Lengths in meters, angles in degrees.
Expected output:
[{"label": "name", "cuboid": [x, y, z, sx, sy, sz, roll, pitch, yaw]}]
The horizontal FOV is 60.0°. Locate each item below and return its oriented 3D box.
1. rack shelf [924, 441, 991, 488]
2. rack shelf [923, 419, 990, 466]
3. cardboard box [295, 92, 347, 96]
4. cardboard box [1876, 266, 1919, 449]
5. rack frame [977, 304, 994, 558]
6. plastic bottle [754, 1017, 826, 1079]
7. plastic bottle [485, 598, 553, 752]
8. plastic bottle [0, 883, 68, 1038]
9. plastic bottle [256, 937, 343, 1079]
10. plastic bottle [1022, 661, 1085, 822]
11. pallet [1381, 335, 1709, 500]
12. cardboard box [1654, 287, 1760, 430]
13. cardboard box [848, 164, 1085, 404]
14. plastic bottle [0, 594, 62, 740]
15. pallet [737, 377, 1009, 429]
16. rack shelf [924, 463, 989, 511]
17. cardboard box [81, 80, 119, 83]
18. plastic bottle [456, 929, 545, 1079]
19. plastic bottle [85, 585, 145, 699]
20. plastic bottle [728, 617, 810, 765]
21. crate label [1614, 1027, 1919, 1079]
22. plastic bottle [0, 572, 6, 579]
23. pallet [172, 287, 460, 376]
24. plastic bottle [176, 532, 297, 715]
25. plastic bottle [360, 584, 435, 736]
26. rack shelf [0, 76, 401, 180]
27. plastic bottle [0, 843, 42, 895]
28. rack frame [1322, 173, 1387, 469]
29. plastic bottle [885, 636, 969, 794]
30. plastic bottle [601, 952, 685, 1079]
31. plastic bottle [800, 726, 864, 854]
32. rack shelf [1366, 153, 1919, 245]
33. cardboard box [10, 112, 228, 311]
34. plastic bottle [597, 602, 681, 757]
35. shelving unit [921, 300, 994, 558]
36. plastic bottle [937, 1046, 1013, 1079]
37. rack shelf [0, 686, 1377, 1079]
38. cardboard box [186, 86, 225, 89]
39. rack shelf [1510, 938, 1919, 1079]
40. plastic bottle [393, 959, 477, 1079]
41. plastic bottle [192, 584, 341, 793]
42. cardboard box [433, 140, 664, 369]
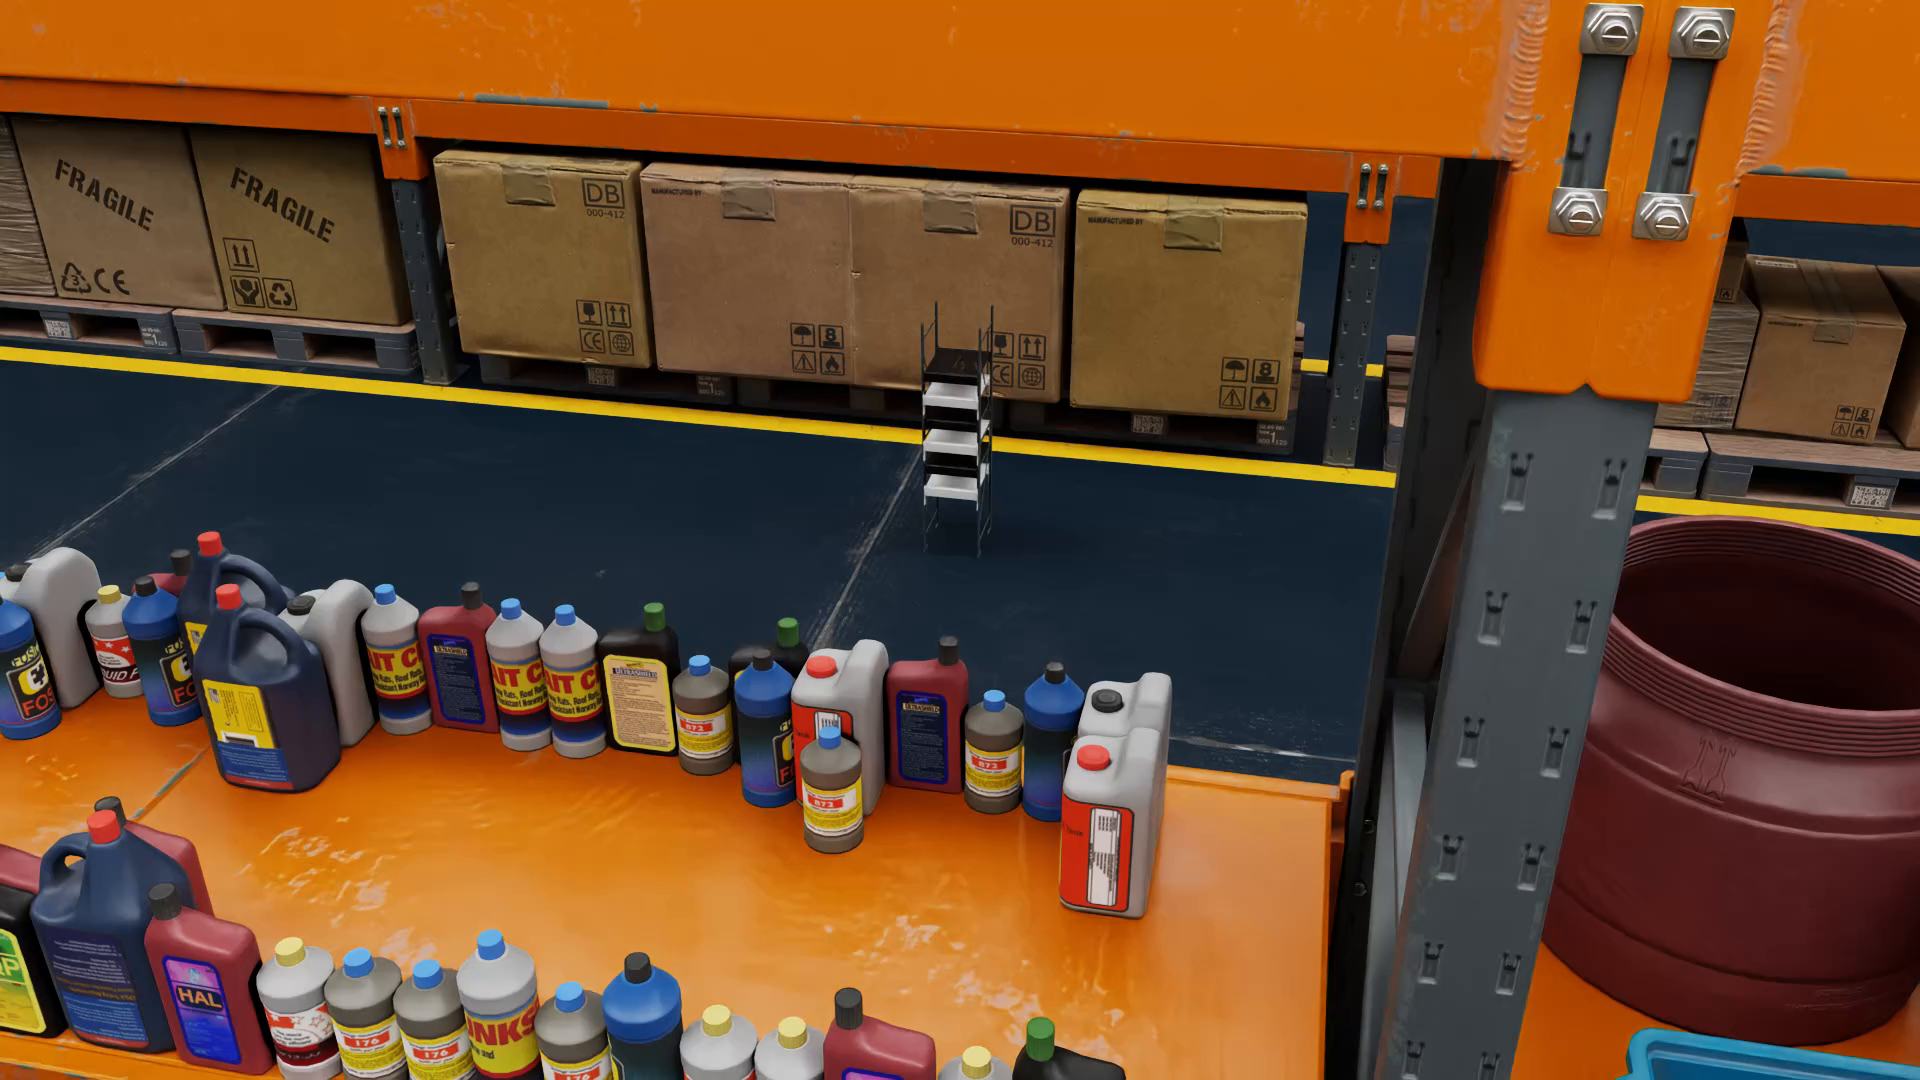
[{"label": "rack shelf", "cuboid": [-0.008, -0.287, 6.095, 0.200, 0.077, 0.258, 6, 29, 11]}, {"label": "rack shelf", "cuboid": [-0.008, -0.366, 6.051, 0.200, 0.077, 0.258, 6, 29, 11]}, {"label": "cardboard box", "cuboid": [-2.630, -2.013, 7.065, 0.250, 0.149, 0.380, 6, 29, 11]}, {"label": "cardboard box", "cuboid": [3.954, -0.725, 6.596, 0.500, 0.500, 0.700, 3, 29, 6]}, {"label": "rack frame", "cuboid": [0.091, -0.385, 6.017, 0.006, 0.900, 0.240, 6, 29, 11]}, {"label": "plastic bottle", "cuboid": [-0.206, 0.684, 2.084, 0.097, 0.201, 0.097, 0, 29, 0]}, {"label": "plastic bottle", "cuboid": [-0.754, 0.225, 2.850, 0.097, 0.271, 0.097, 0, 29, 0]}, {"label": "plastic bottle", "cuboid": [-1.300, 0.545, 2.253, 0.133, 0.283, 0.061, 6, 29, 11]}, {"label": "plastic bottle", "cuboid": [-0.872, 0.616, 2.209, 0.097, 0.201, 0.097, 0, 29, 0]}, {"label": "plastic bottle", "cuboid": [0.150, 0.317, 2.681, 0.097, 0.271, 0.097, 0, 29, 0]}, {"label": "pallet", "cuboid": [2.412, -0.543, 7.023, 1.213, 0.211, 1.003, 6, 29, 11]}, {"label": "cardboard box", "cuboid": [2.852, -0.835, 6.796, 0.500, 0.500, 0.700, 3, 29, 6]}, {"label": "cardboard box", "cuboid": [0.107, -1.270, 7.221, 0.875, 0.875, 1.225, 6, 29, 11]}, {"label": "plastic bottle", "cuboid": [-1.644, 0.208, 2.881, 0.097, 0.271, 0.097, 0, 29, 0]}, {"label": "pallet", "cuboid": [-0.297, -0.860, 7.602, 1.213, 0.211, 1.003, 6, 29, 11]}, {"label": "rack shelf", "cuboid": [-0.008, -0.208, 6.138, 0.200, 0.077, 0.258, 6, 29, 11]}, {"label": "cardboard box", "cuboid": [-3.637, -2.116, 7.253, 0.250, 0.149, 0.380, 6, 29, 12]}, {"label": "plastic bottle", "cuboid": [-0.587, 0.614, 2.138, 0.097, 0.271, 0.097, 0, 29, 0]}, {"label": "plastic bottle", "cuboid": [-1.517, 0.177, 3.010, 0.097, 0.201, 0.097, 0, 29, 0]}, {"label": "plastic bottle", "cuboid": [-0.316, 0.255, 2.782, 0.133, 0.283, 0.061, 6, 29, 11]}, {"label": "crate label", "cuboid": [0.947, 0.772, 1.890, 0.416, 0.233, 0.303, 6, 29, 11]}, {"label": "plastic bottle", "cuboid": [-1.744, 0.154, 3.053, 0.097, 0.201, 0.097, 0, 29, 0]}, {"label": "pallet", "cuboid": [-2.991, -1.137, 8.106, 1.213, 0.211, 1.003, 6, 29, 11]}, {"label": "plastic bottle", "cuboid": [-1.254, 0.150, 2.904, 0.185, 0.351, 0.144, 6, 29, 11]}, {"label": "plastic bottle", "cuboid": [-0.979, 0.201, 2.893, 0.097, 0.271, 0.097, 0, 29, 0]}, {"label": "rack shelf", "cuboid": [-4.220, -2.132, 7.769, 4.000, 0.370, 1.077, 6, 29, 11]}, {"label": "plastic bottle", "cuboid": [-1.287, 0.516, 2.305, 0.133, 0.283, 0.061, 6, 29, 11]}, {"label": "rack frame", "cuboid": [1.648, -1.846, 6.498, 0.127, 3.000, 1.000, 6, 29, 11]}, {"label": "plastic bottle", "cuboid": [-0.054, 0.282, 2.733, 0.133, 0.283, 0.061, 6, 29, 11]}, {"label": "plastic bottle", "cuboid": [-0.396, 0.634, 2.103, 0.097, 0.271, 0.097, 0, 29, 0]}, {"label": "plastic bottle", "cuboid": [-0.202, 0.386, 2.627, 0.097, 0.201, 0.097, 0, 29, 0]}, {"label": "rack shelf", "cuboid": [3.604, -1.329, 6.304, 4.000, 0.370, 1.077, 6, 29, 11]}, {"label": "cardboard box", "cuboid": [-3.773, -1.693, 7.994, 0.875, 0.875, 0.875, 6, 29, 11]}, {"label": "plastic bottle", "cuboid": [-0.542, 0.232, 2.824, 0.133, 0.283, 0.061, 6, 29, 11]}, {"label": "shelving unit", "cuboid": [-0.008, -0.396, 6.035, 0.210, 0.900, 0.258, 6, 29, 11]}, {"label": "plastic bottle", "cuboid": [0.020, 0.707, 2.041, 0.097, 0.201, 0.097, 0, 29, 0]}, {"label": "rack shelf", "cuboid": [-1.342, 0.595, 2.788, 4.000, 0.370, 1.077, 6, 29, 11]}, {"label": "cardboard box", "cuboid": [-3.133, -2.065, 7.159, 0.250, 0.149, 0.380, 5, 29, 10]}, {"label": "rack shelf", "cuboid": [2.570, 0.997, 2.055, 4.000, 0.370, 1.077, 6, 29, 11]}, {"label": "plastic bottle", "cuboid": [-0.682, 0.635, 2.173, 0.097, 0.201, 0.097, 0, 29, 0]}, {"label": "plastic bottle", "cuboid": [-1.154, 0.235, 2.749, 0.185, 0.351, 0.144, 6, 29, 11]}, {"label": "cardboard box", "cuboid": [-1.634, -1.444, 7.539, 0.875, 0.875, 1.225, 6, 29, 11]}]
